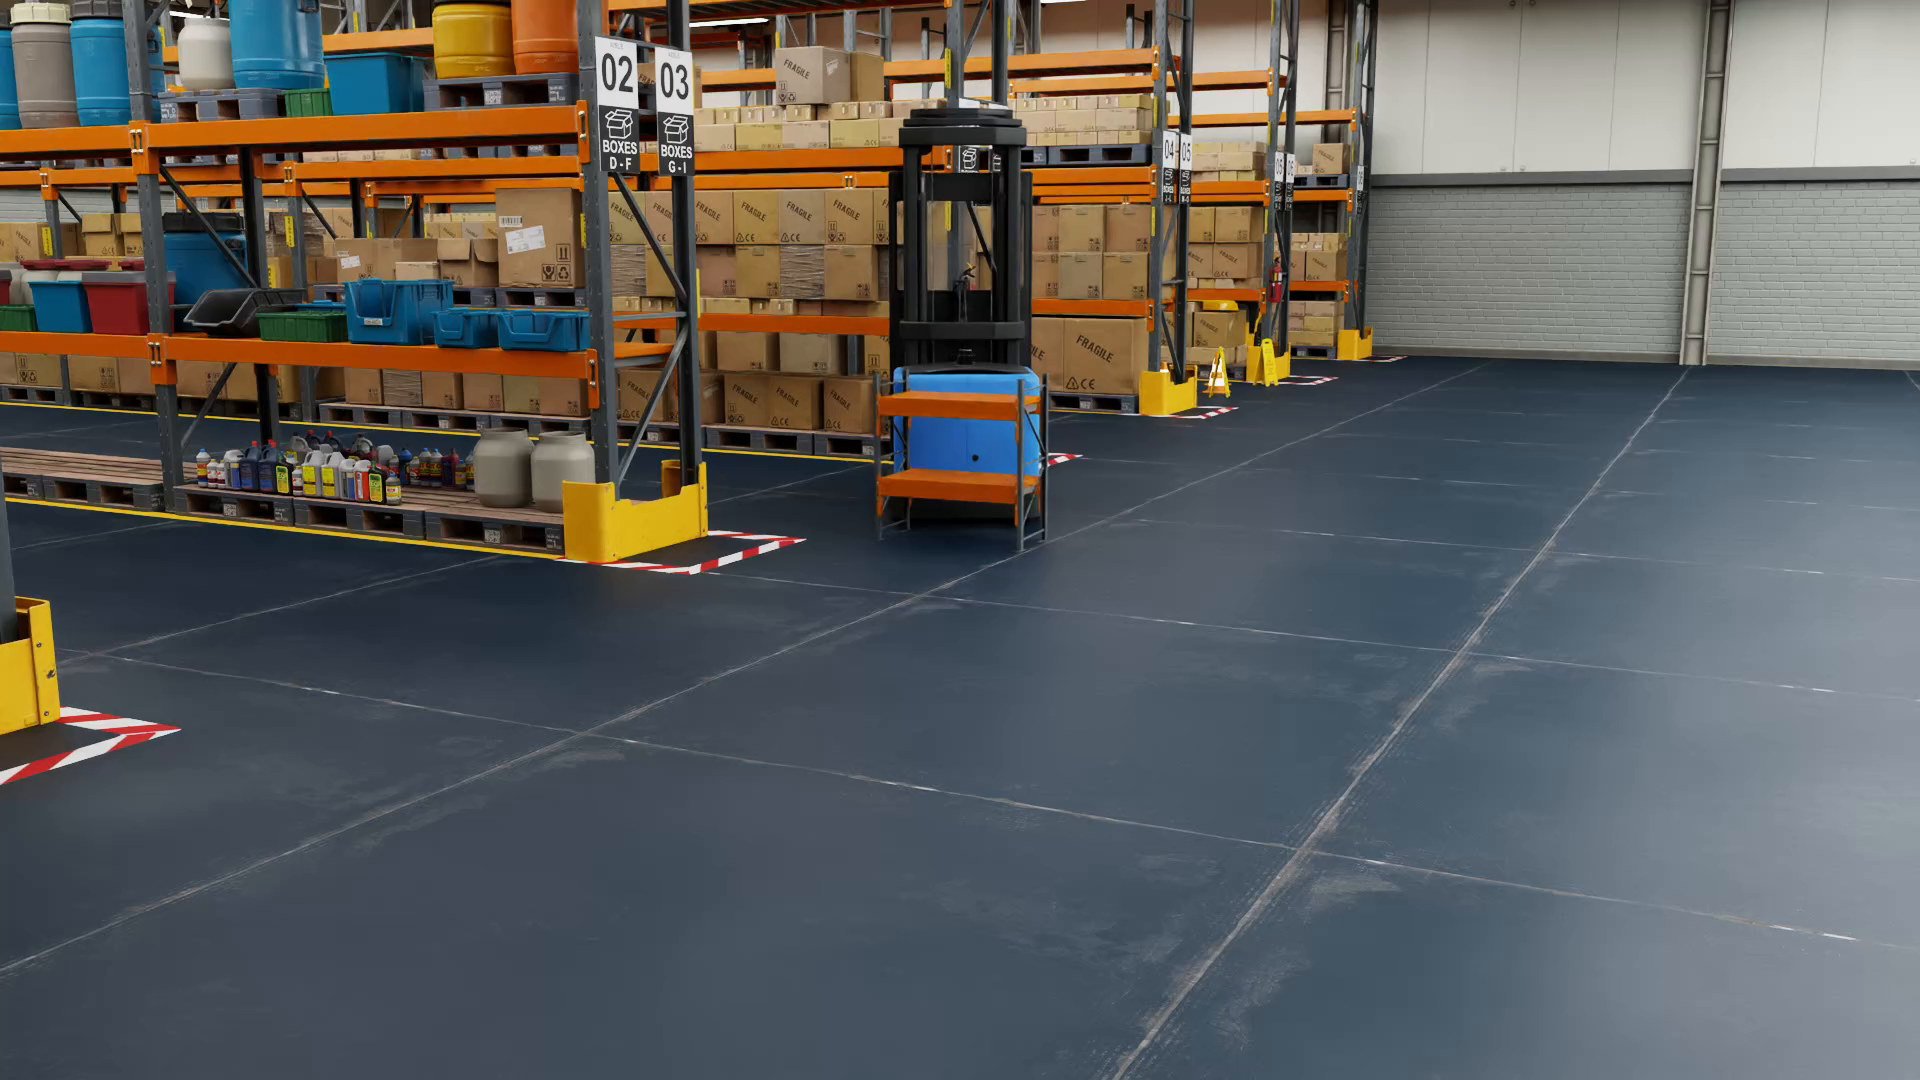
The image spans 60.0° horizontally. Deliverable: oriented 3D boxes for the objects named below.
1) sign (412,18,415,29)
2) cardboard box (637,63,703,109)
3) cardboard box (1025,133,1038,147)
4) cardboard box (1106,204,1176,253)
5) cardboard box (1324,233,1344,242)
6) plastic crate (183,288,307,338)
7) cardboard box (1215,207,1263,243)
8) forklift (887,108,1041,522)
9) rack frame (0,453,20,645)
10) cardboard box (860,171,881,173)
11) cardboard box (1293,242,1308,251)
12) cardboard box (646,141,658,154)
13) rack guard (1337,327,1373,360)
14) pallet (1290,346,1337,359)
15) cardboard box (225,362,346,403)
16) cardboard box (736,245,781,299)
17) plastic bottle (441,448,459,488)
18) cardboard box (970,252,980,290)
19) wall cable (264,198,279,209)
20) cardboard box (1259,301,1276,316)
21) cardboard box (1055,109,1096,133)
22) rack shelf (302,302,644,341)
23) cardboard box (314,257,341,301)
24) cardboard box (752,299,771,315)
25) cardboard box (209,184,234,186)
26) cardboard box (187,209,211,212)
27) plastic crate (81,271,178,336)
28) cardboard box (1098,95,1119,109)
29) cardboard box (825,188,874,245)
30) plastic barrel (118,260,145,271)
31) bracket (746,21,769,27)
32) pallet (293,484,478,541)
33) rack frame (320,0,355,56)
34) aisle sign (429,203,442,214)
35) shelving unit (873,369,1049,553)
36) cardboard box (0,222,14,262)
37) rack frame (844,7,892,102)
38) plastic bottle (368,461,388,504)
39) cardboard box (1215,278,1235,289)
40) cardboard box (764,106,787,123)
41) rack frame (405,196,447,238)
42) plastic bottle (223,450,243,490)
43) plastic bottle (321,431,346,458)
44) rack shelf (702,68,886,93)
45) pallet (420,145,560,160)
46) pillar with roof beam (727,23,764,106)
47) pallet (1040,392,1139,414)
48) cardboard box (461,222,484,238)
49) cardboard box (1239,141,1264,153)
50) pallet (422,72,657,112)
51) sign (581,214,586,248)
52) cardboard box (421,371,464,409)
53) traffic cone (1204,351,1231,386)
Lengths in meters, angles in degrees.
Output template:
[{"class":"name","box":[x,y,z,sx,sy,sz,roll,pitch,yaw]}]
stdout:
[{"class":"sign","box":[-8.076,-7.535,24.530,0.005,0.325,0.100,5,11,26]},{"class":"cardboard box","box":[-2.911,-4.465,16.535,0.500,0.500,0.500,5,11,24]},{"class":"cardboard box","box":[0.858,-4.691,19.552,0.250,0.149,0.380,5,11,26]},{"class":"cardboard box","box":[2.130,-3.652,19.530,0.550,0.550,0.875,5,11,26]},{"class":"cardboard box","box":[6.323,-5.112,28.115,0.250,0.149,0.380,5,11,26]},{"class":"plastic crate","box":[-5.206,-1.659,12.148,0.504,0.338,0.767,5,11,26]},{"class":"cardboard box","box":[3.990,-4.502,23.762,0.500,0.500,0.700,5,11,24]},{"class":"forklift","box":[-0.006,-1.793,12.905,1.130,2.935,3.031,0,10,-2]},{"class":"rack frame","box":[-4.227,-0.645,6.371,0.127,3.000,1.000,5,11,26]},{"class":"cardboard box","box":[-1.249,-5.851,26.424,0.637,0.503,0.797,5,11,26]},{"class":"cardboard box","box":[5.855,-4.999,28.327,0.250,0.149,0.380,5,12,27]},{"class":"cardboard box","box":[-2.660,-3.827,15.951,0.500,0.250,0.500,5,11,25]},{"class":"rack guard","box":[6.759,-3.371,28.450,0.348,0.500,1.175,5,11,26]},{"class":"pallet","box":[6.033,-3.284,28.783,1.213,0.211,1.003,5,11,26]},{"class":"cardboard box","box":[-7.624,-2.076,19.065,0.875,0.875,1.225,4,11,23]},{"class":"cardboard box","box":[-1.695,-2.578,15.935,0.500,0.500,0.875,5,11,26]},{"class":"plastic bottle","box":[-3.715,-0.529,12.122,0.133,0.283,0.061,5,12,27]},{"class":"cardboard box","box":[0.130,-3.272,20.464,0.550,0.550,0.875,5,11,26]},{"class":"wall cable","box":[-14.254,-6.238,34.423,0.122,1.984,0.588,5,11,26]},{"class":"cardboard box","box":[5.269,-4.012,28.710,0.500,0.250,0.500,5,11,27]},{"class":"cardboard box","box":[1.434,-4.849,19.303,0.500,0.250,0.500,5,11,26]},{"class":"rack shelf","box":[-5.221,-2.346,17.788,4.000,0.370,1.077,5,11,26]},{"class":"cardboard box","box":[-7.330,-2.988,19.037,0.500,0.500,0.500,5,12,27]},{"class":"cardboard box","box":[-1.772,-2.225,15.806,0.250,0.149,0.380,5,11,26]},{"class":"cardboard box","box":[-11.144,-5.556,25.503,0.500,0.250,0.500,5,12,28]},{"class":"cardboard box","box":[-11.618,-4.882,25.856,0.500,0.500,0.500,5,11,25]},{"class":"plastic crate","box":[-6.188,-1.772,12.417,0.583,0.464,0.402,5,11,26]},{"class":"cardboard box","box":[1.770,-5.004,19.039,0.250,0.149,0.380,5,11,26]},{"class":"cardboard box","box":[-0.894,-2.957,15.221,0.500,0.500,0.500,5,11,26]},{"class":"plastic barrel","box":[-6.380,-1.928,13.080,0.433,0.535,0.433,0,10,0]},{"class":"bracket","box":[-4.034,-10.381,33.213,0.430,0.232,0.235,5,11,26]},{"class":"pallet","box":[-3.937,-0.223,11.871,1.213,0.211,1.003,5,11,26]},{"class":"rack frame","box":[-7.014,-5.809,18.060,0.127,3.000,1.000,5,11,26]},{"class":"aisle sign","box":[-9.731,-6.405,30.896,0.004,0.787,0.394,5,11,26]},{"class":"shelving unit","box":[0.008,-0.544,11.079,1.048,1.125,0.538,4,11,22]},{"class":"cardboard box","box":[-11.580,-3.648,20.442,0.500,0.500,0.500,5,11,26]},{"class":"rack frame","box":[-1.142,-6.278,20.652,0.127,3.000,1.000,5,11,26]},{"class":"plastic bottle","box":[-3.985,-0.397,11.391,0.133,0.283,0.061,5,12,27]},{"class":"cardboard box","box":[3.838,-3.683,23.865,0.250,0.149,0.380,5,11,25]},{"class":"cardboard box","box":[-1.616,-3.930,15.401,0.250,0.149,0.380,4,11,23]},{"class":"rack frame","box":[-9.804,-5.070,30.823,0.127,3.000,1.000,5,11,26]},{"class":"plastic bottle","box":[-5.225,-0.511,12.043,0.135,0.276,0.152,5,12,28]},{"class":"plastic bottle","box":[-4.742,-0.644,12.569,0.185,0.351,0.144,4,11,23]},{"class":"rack shelf","box":[-2.936,-5.885,21.622,4.000,0.370,1.077,5,11,26]},{"class":"pallet","box":[-4.865,-4.072,17.414,1.003,0.211,1.213,5,11,26]},{"class":"pillar with roof beam","box":[-6.154,-8.011,30.228,0.548,9.000,9.100,5,11,26]},{"class":"pallet","box":[1.693,-1.689,19.972,1.213,0.211,1.003,5,11,26]},{"class":"cardboard box","box":[-8.568,-5.449,29.828,0.500,0.500,0.500,5,11,25]},{"class":"cardboard box","box":[4.111,-5.534,23.427,0.250,0.149,0.380,5,11,26]},{"class":"pallet","box":[-2.730,-2.900,10.937,1.213,0.211,1.003,5,11,26]},{"class":"sign","box":[-3.670,-3.023,16.258,0.005,0.325,0.100,5,11,26]},{"class":"cardboard box","box":[-5.390,-1.709,18.033,0.500,0.500,0.700,6,12,31]},{"class":"traffic cone","box":[3.588,-2.389,23.131,0.334,0.463,0.336,5,11,26]}]
